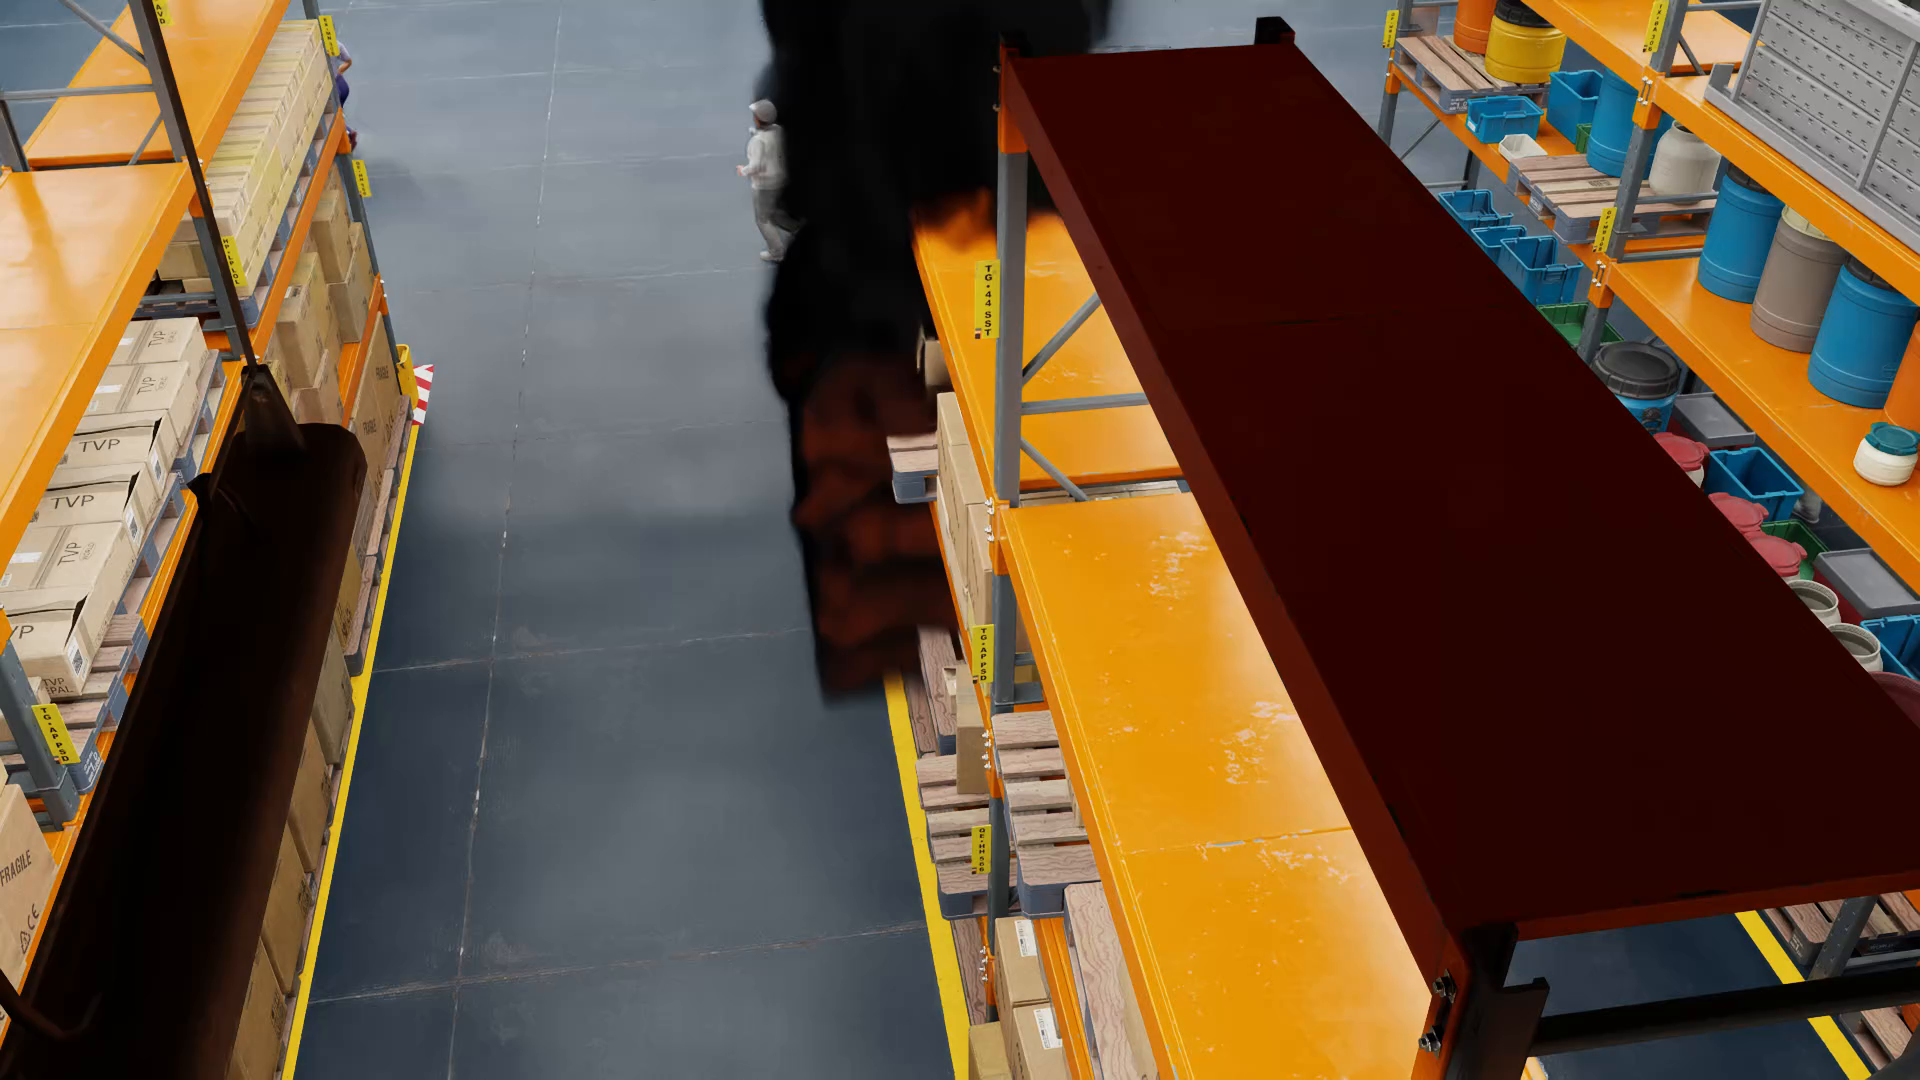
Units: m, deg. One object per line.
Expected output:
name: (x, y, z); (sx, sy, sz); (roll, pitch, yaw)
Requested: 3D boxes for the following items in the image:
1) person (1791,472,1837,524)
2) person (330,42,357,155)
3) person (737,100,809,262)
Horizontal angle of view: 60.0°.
person: (6.976, -0.883, 13.193); (0.664, 1.730, 0.601); (-14, 39, -18)
person: (-7.209, -5.158, 19.156); (0.592, 1.600, 0.608); (16, 39, 21)
person: (-1.936, -3.634, 16.949); (0.627, 1.746, 0.656); (20, 41, 25)
